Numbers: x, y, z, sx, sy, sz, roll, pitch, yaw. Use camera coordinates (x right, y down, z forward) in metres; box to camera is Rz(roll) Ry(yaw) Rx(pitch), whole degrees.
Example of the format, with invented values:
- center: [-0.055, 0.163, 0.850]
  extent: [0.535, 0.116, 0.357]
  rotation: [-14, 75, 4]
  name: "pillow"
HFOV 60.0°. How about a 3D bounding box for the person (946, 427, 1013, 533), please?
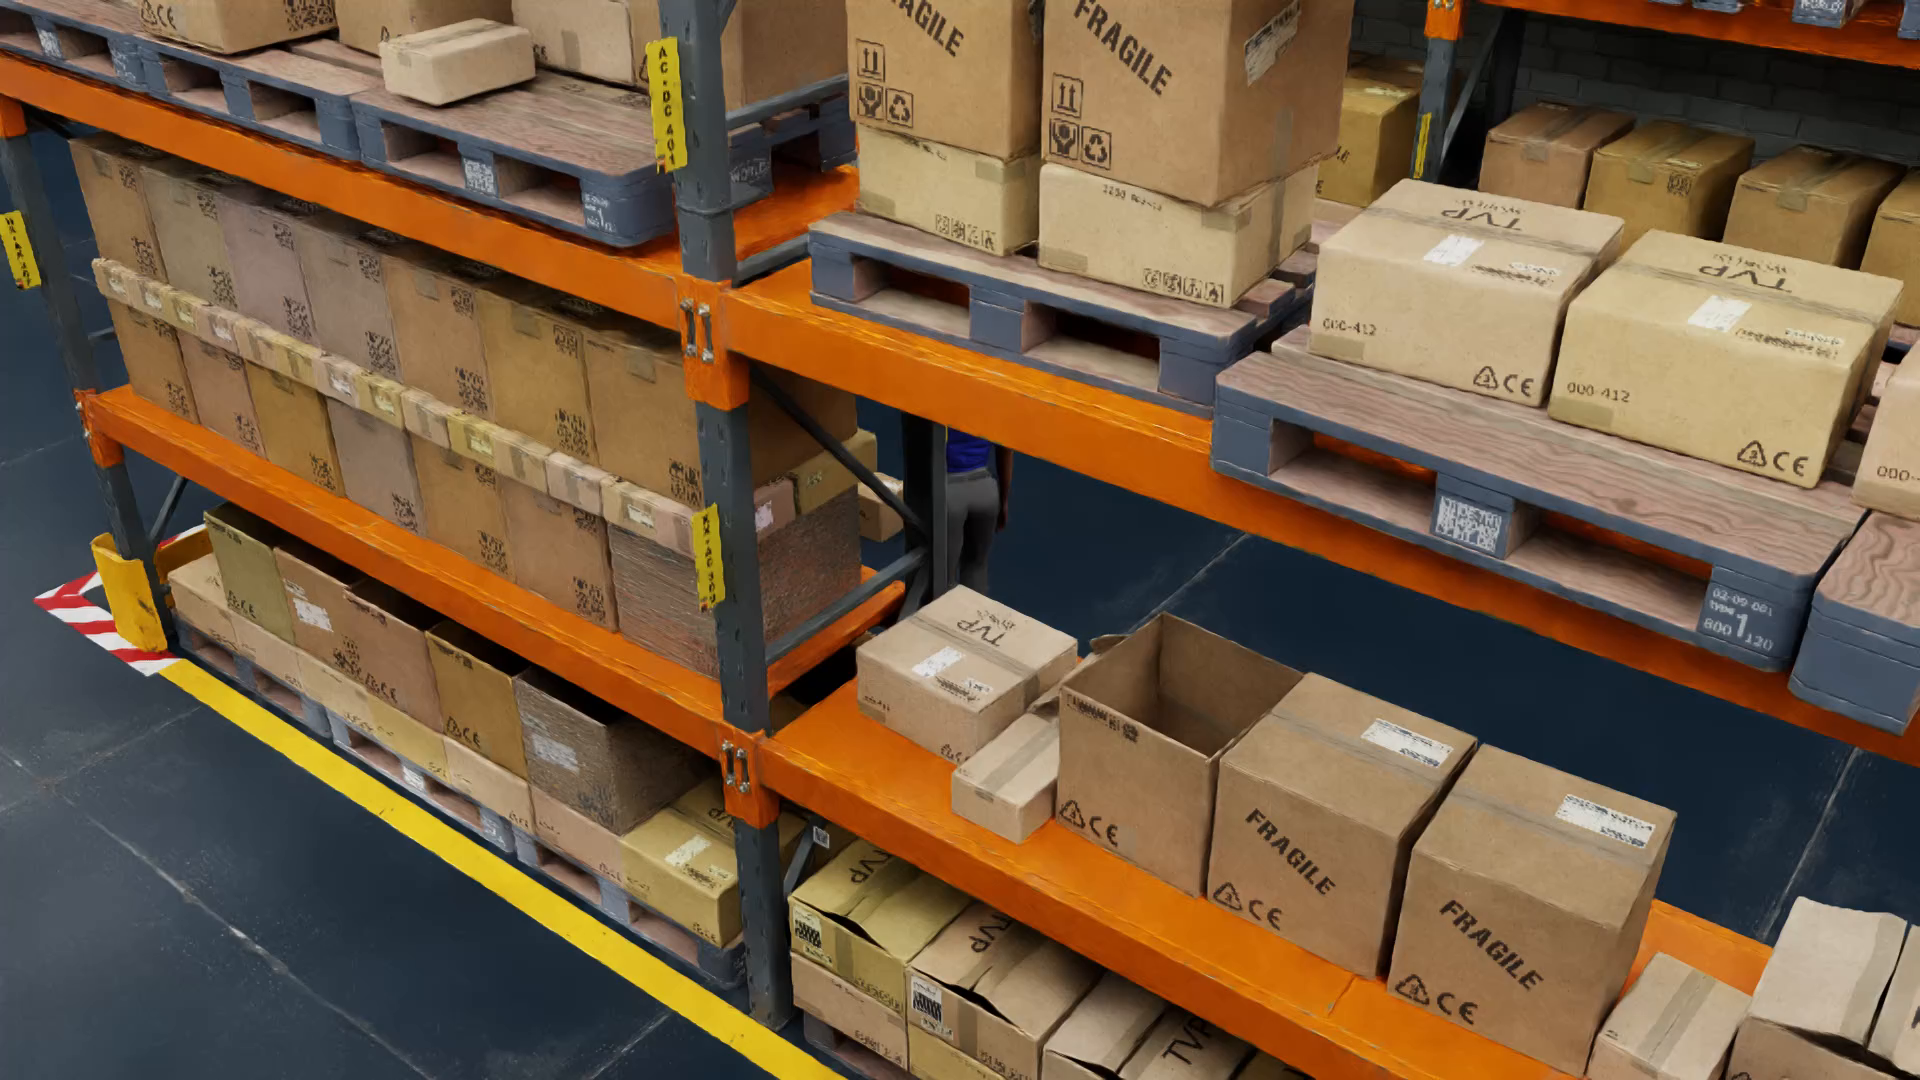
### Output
- center: [0.012, -0.135, 7.364]
  extent: [0.499, 1.648, 0.537]
  rotation: [-11, 33, -17]
  name: "person"
